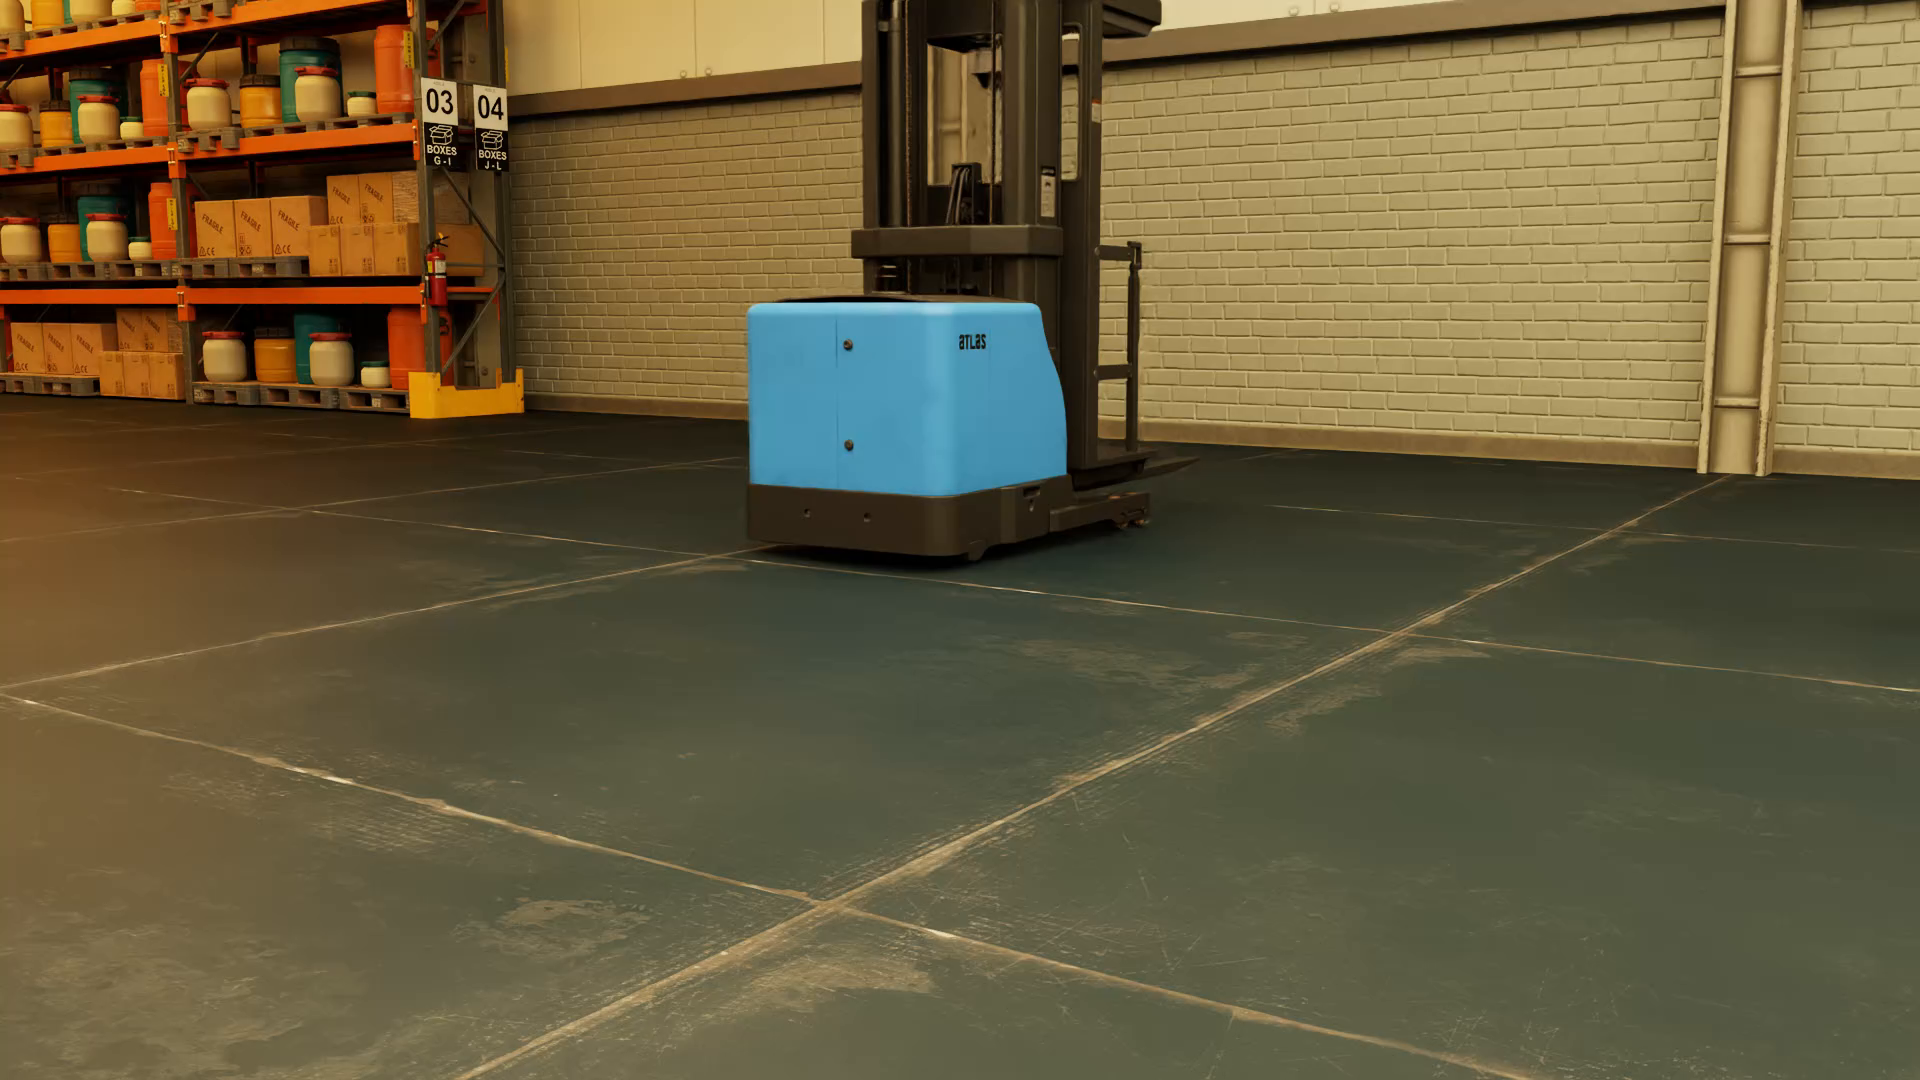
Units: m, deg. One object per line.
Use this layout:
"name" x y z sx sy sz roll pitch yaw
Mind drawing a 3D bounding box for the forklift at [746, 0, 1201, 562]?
"forklift" 0.272 -1.529 7.943 1.130 2.935 3.031 5 9 31
